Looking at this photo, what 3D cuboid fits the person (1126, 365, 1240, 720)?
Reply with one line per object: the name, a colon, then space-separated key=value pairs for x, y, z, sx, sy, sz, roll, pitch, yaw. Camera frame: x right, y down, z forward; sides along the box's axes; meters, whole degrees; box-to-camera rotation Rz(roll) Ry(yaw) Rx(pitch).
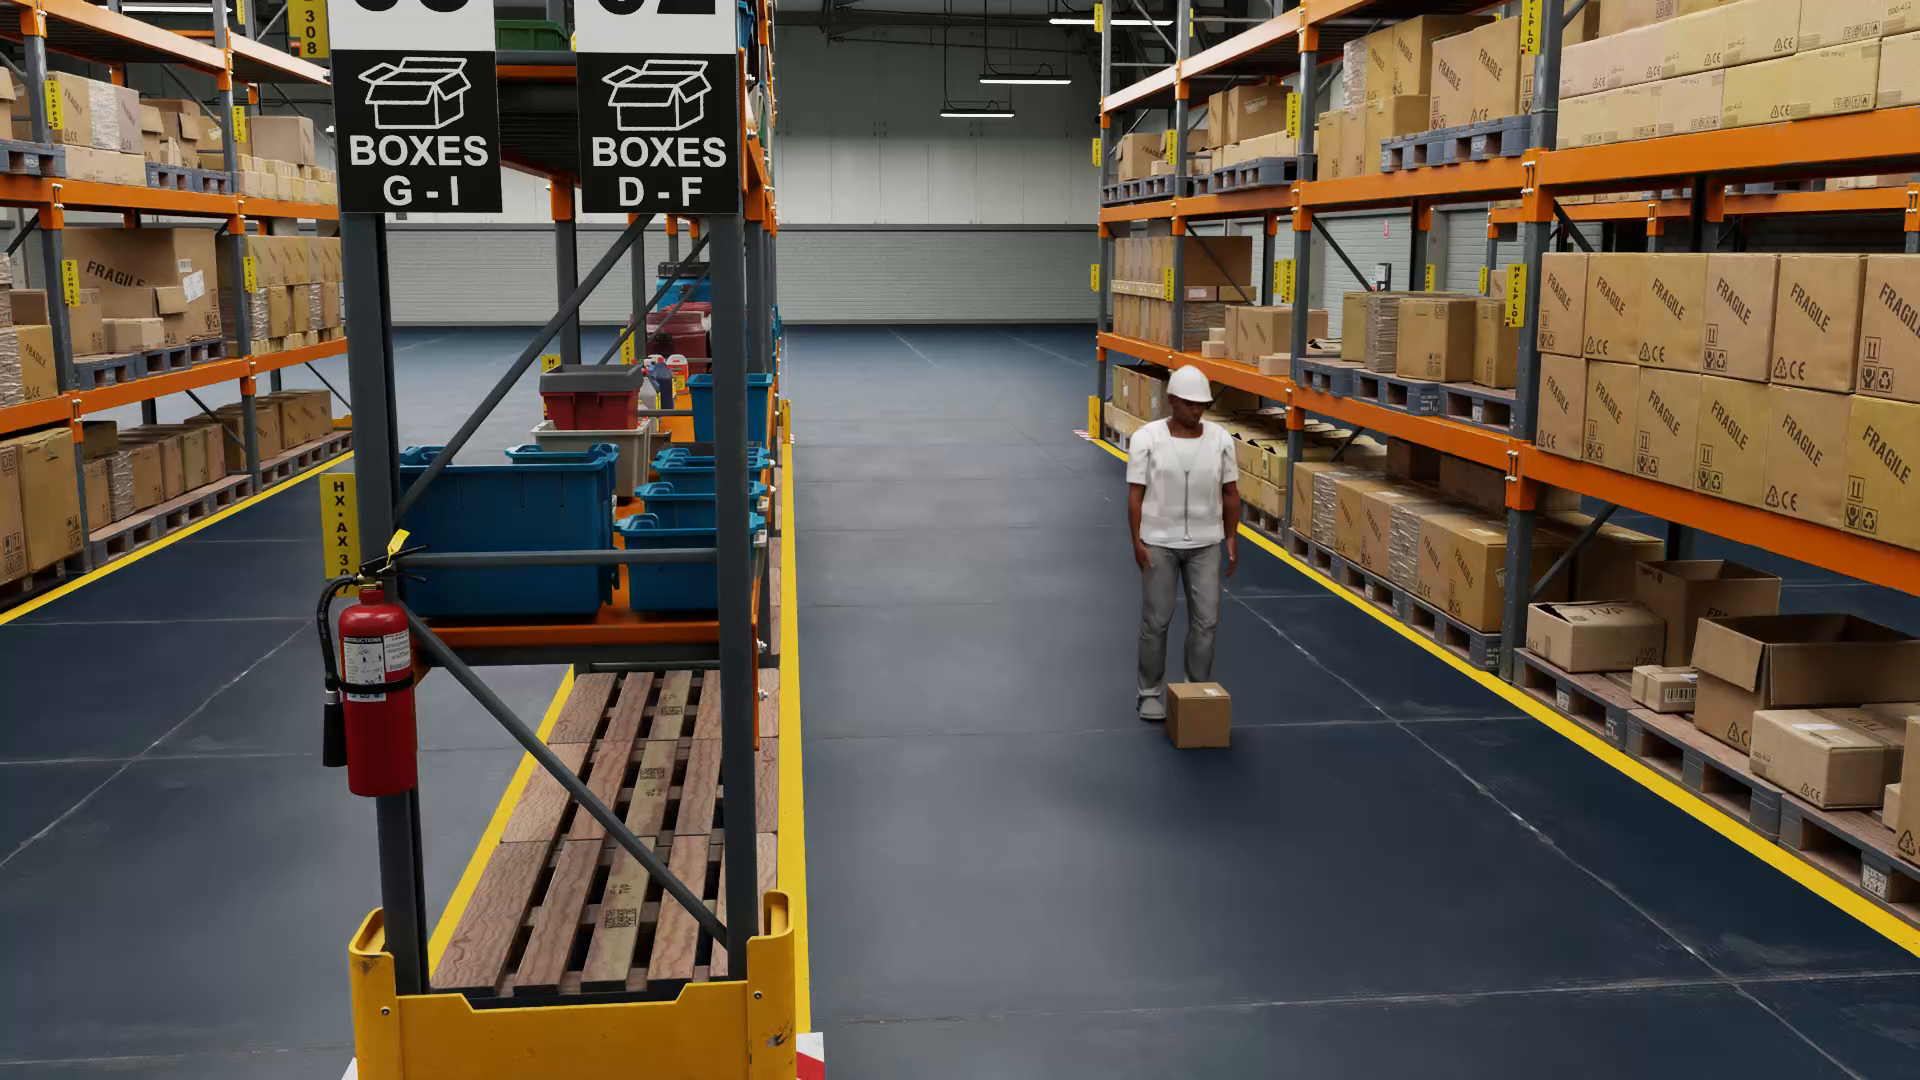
person: x=1.111 y=0.015 z=8.265 sx=0.566 sy=1.761 sz=0.368 roll=-1 pitch=10 yaw=-5
